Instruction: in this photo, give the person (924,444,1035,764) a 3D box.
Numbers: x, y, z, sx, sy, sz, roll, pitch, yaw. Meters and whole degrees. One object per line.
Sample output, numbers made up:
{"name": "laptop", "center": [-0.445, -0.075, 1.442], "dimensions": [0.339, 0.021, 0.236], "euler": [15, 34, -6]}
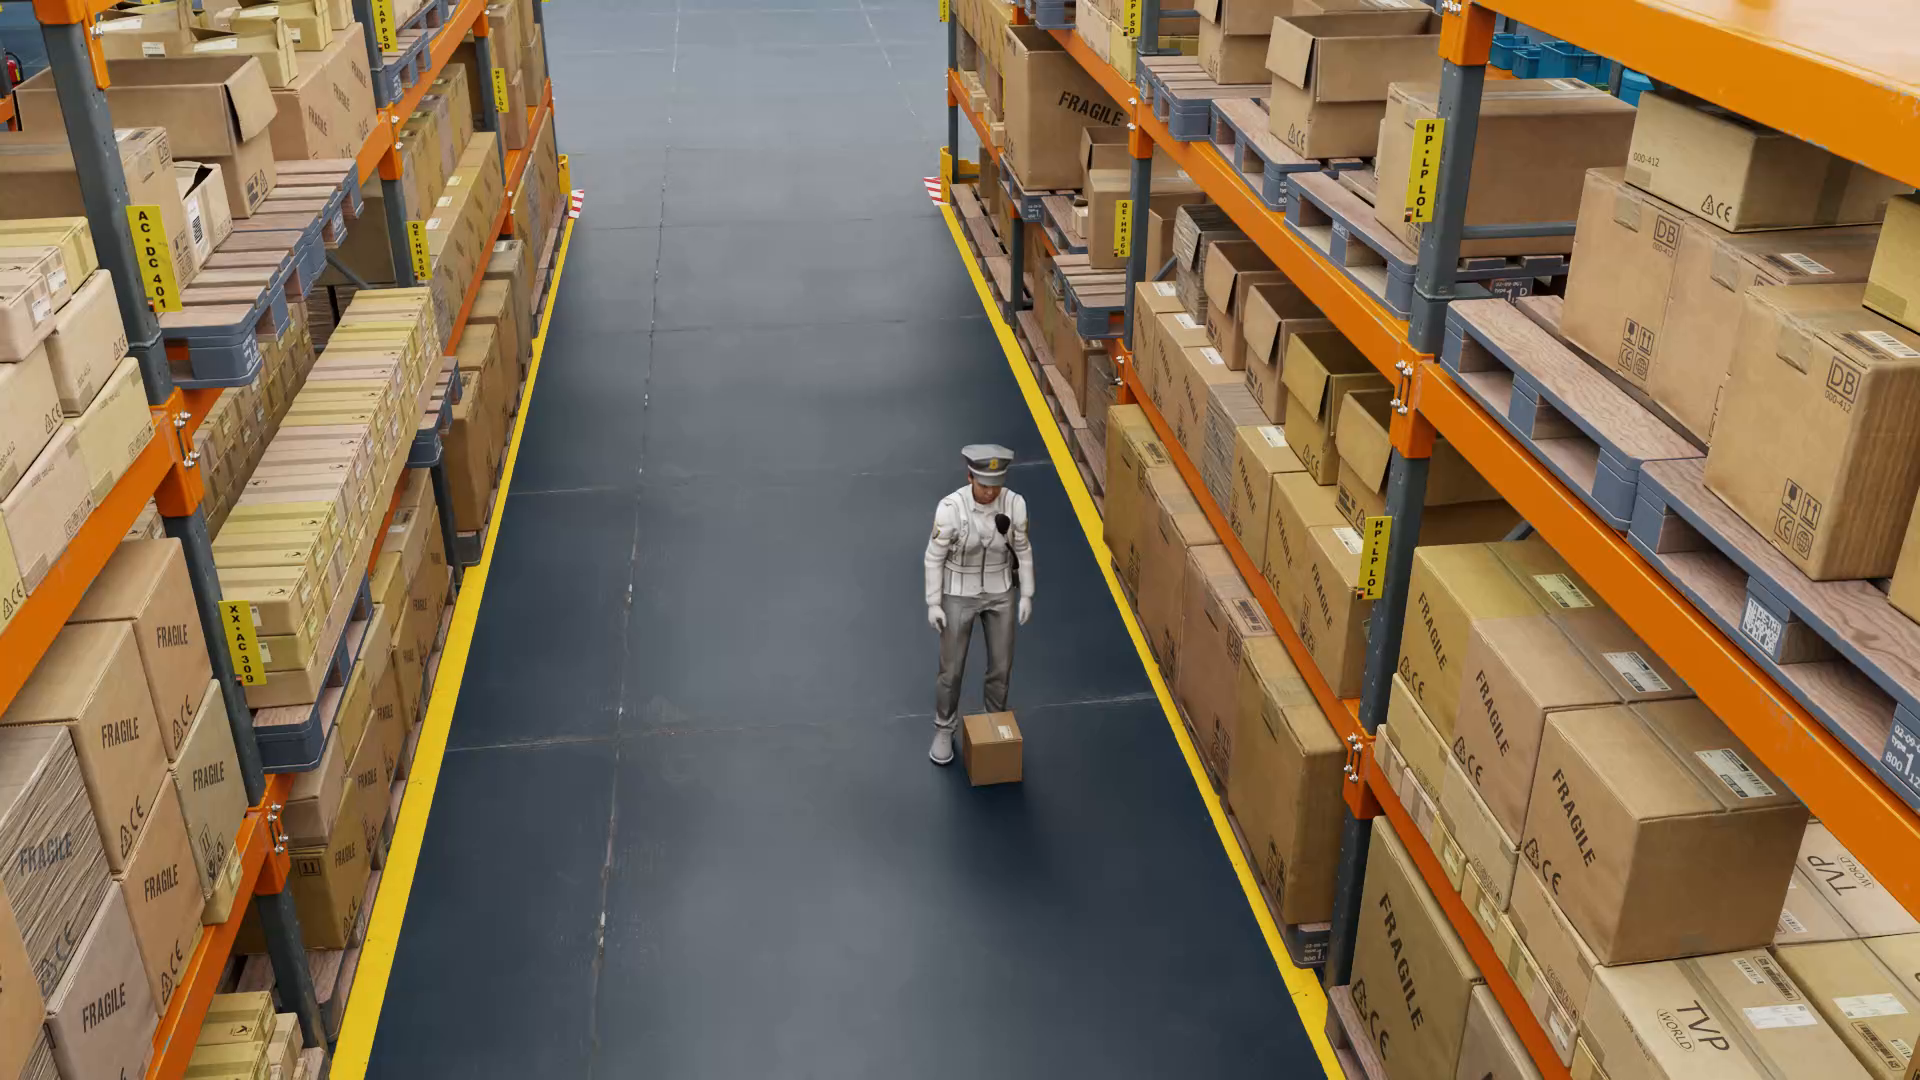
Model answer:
{"name": "person", "center": [0.098, 0.291, 8.050], "dimensions": [0.539, 1.663, 0.377], "euler": [-5, 28, -9]}
